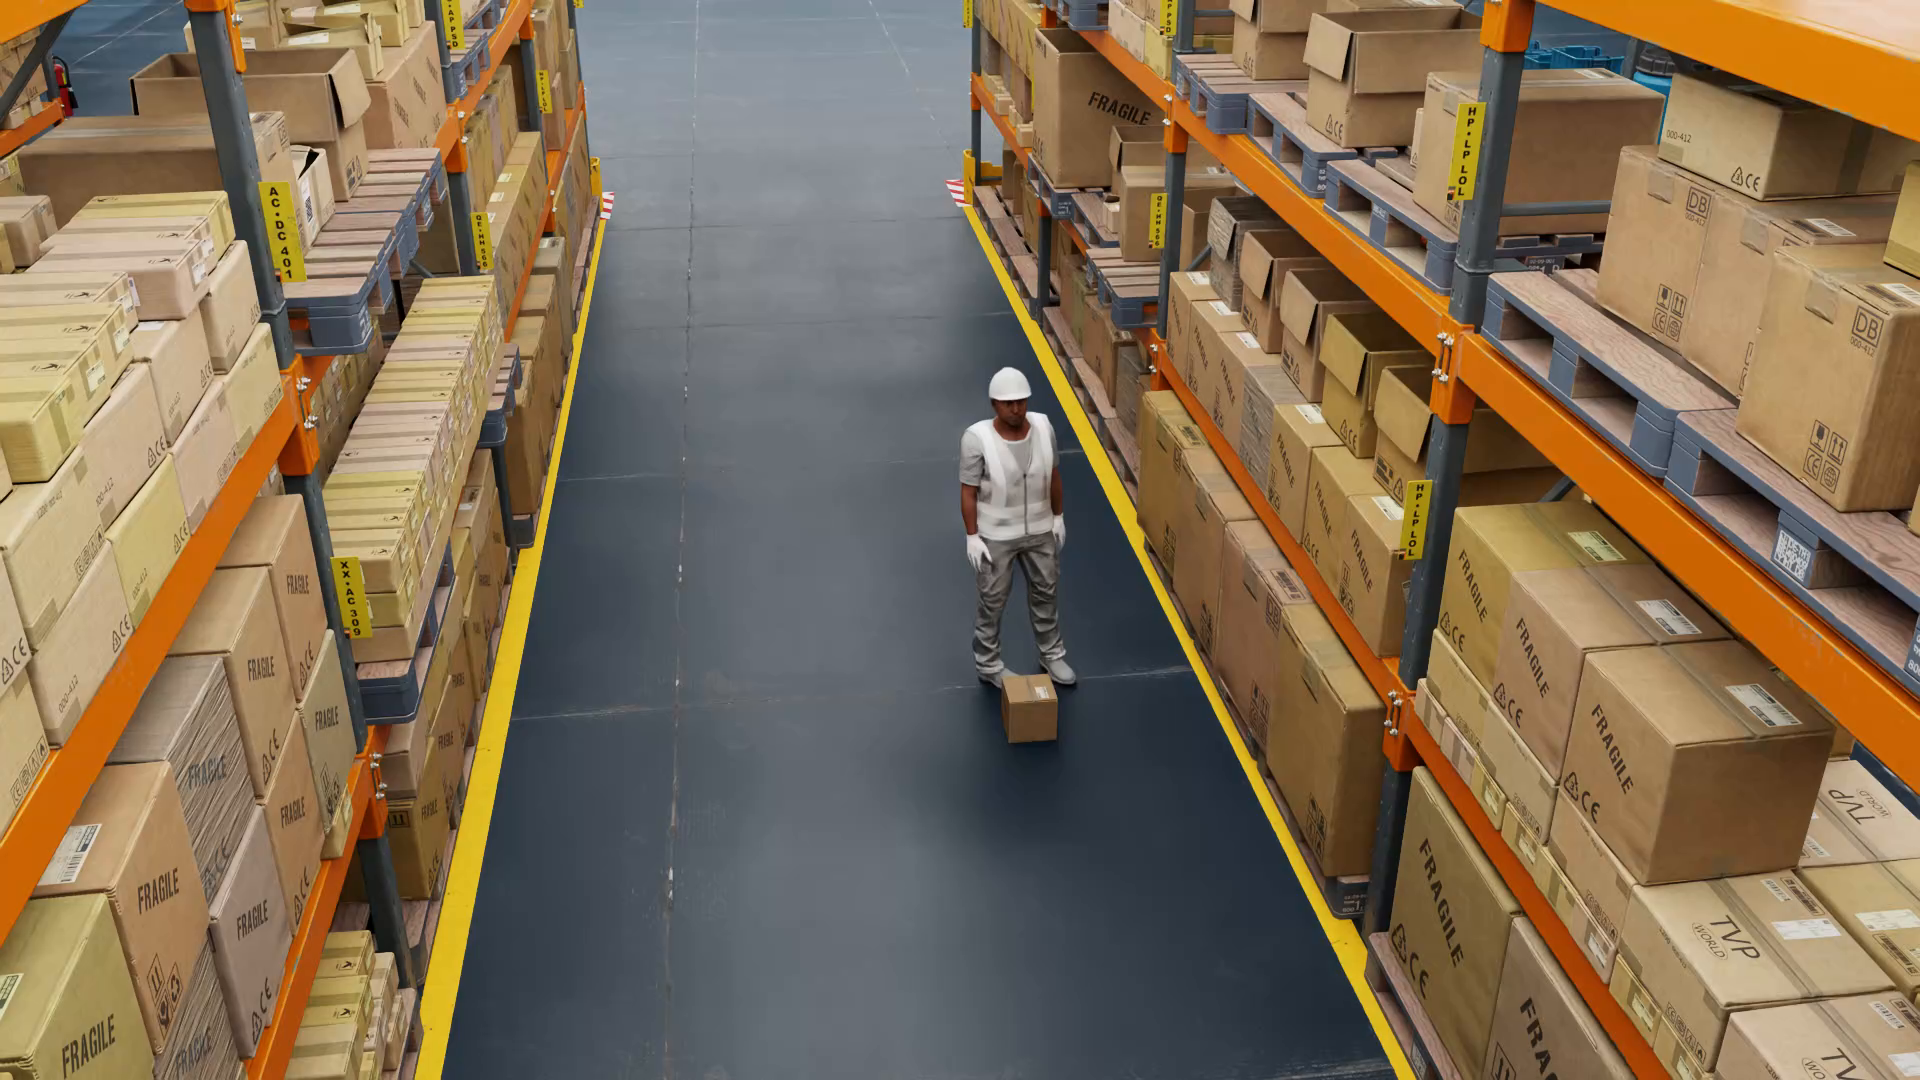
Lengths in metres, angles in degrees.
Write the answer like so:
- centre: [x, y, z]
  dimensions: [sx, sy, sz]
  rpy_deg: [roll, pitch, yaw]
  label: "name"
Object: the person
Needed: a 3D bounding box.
- centre: [0.308, -0.040, 8.649]
  dimensions: [0.602, 1.792, 0.405]
  rpy_deg: [-11, 29, -21]
  label: "person"
